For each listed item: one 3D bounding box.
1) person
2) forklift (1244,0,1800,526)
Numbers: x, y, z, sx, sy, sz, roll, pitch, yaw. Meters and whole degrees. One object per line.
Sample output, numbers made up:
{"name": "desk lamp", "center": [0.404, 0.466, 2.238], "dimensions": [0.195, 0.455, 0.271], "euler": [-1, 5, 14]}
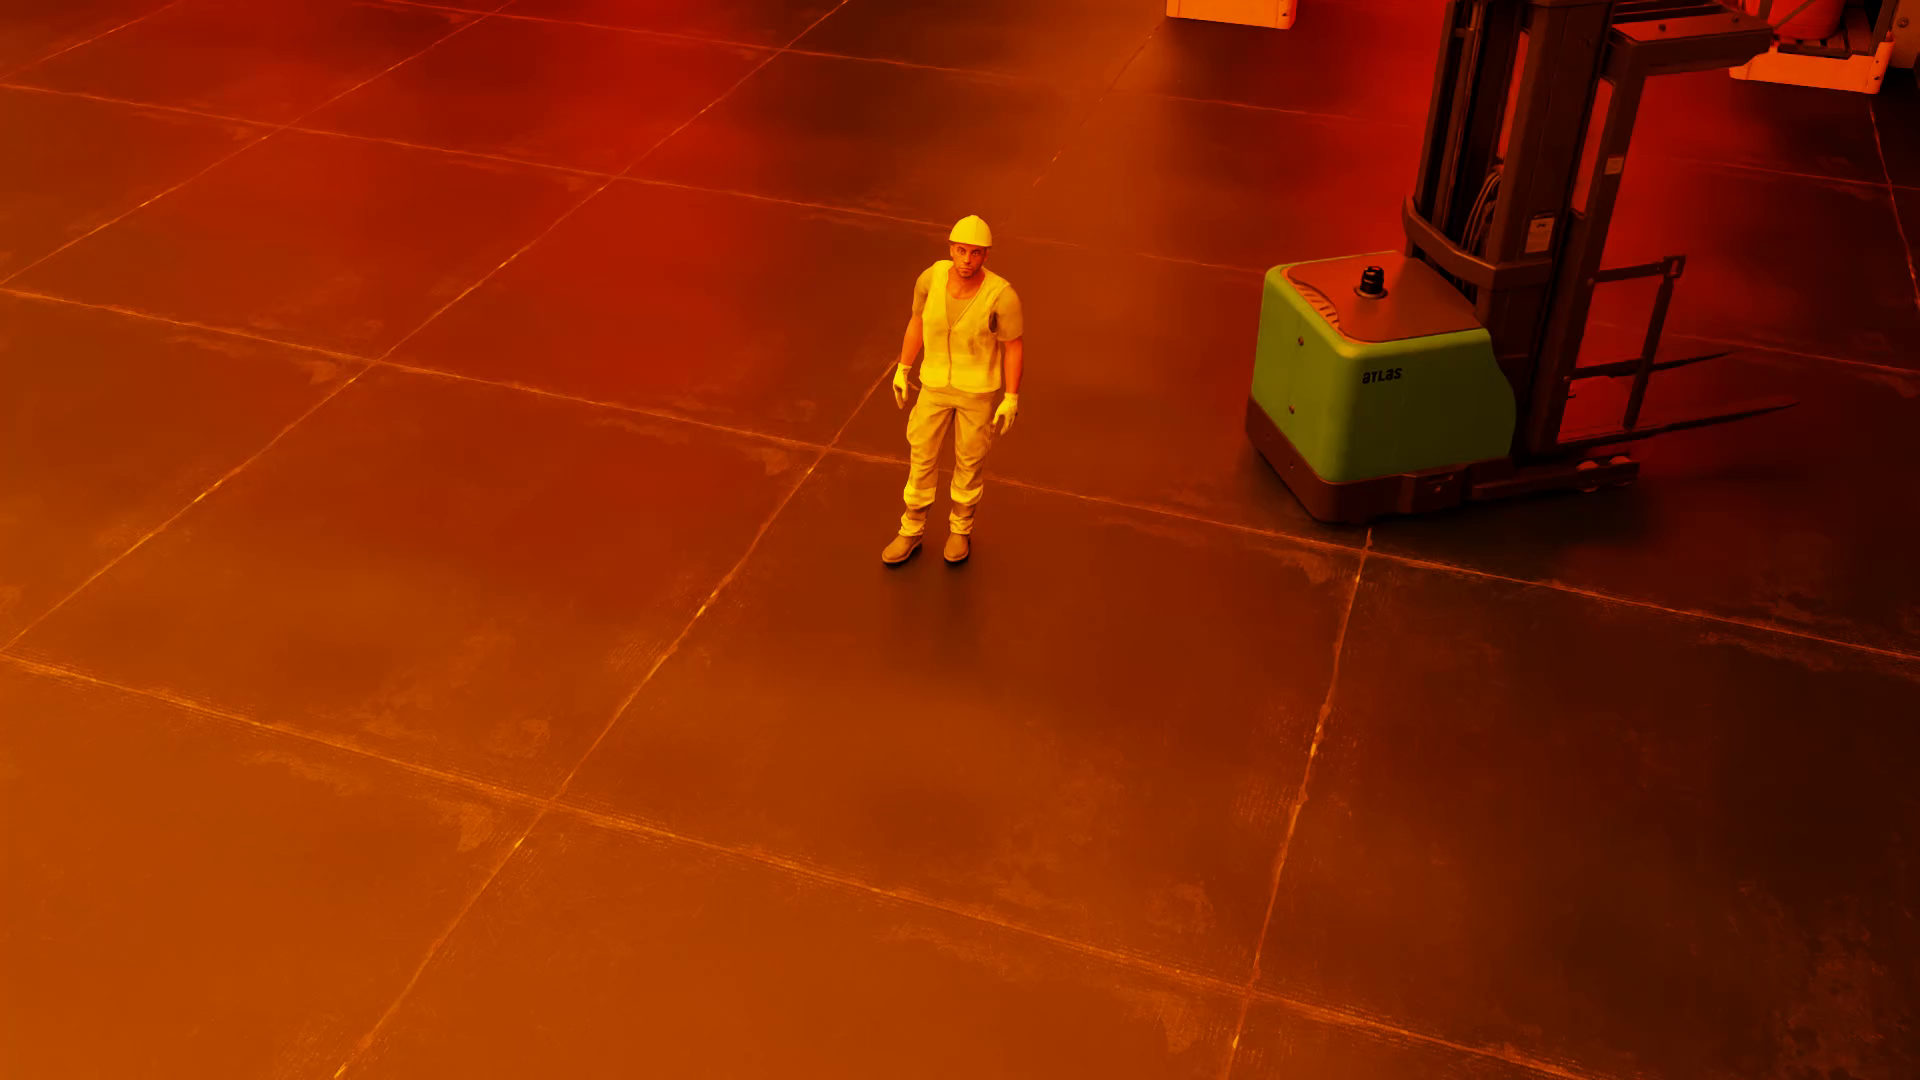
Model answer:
{"name": "person", "center": [-0.038, -0.694, 8.065], "dimensions": [0.638, 1.787, 0.564], "euler": [12, 37, 16]}
{"name": "forklift", "center": [3.182, -1.741, 8.567], "dimensions": [3.031, 2.935, 1.130], "euler": [-9, 36, -13]}
